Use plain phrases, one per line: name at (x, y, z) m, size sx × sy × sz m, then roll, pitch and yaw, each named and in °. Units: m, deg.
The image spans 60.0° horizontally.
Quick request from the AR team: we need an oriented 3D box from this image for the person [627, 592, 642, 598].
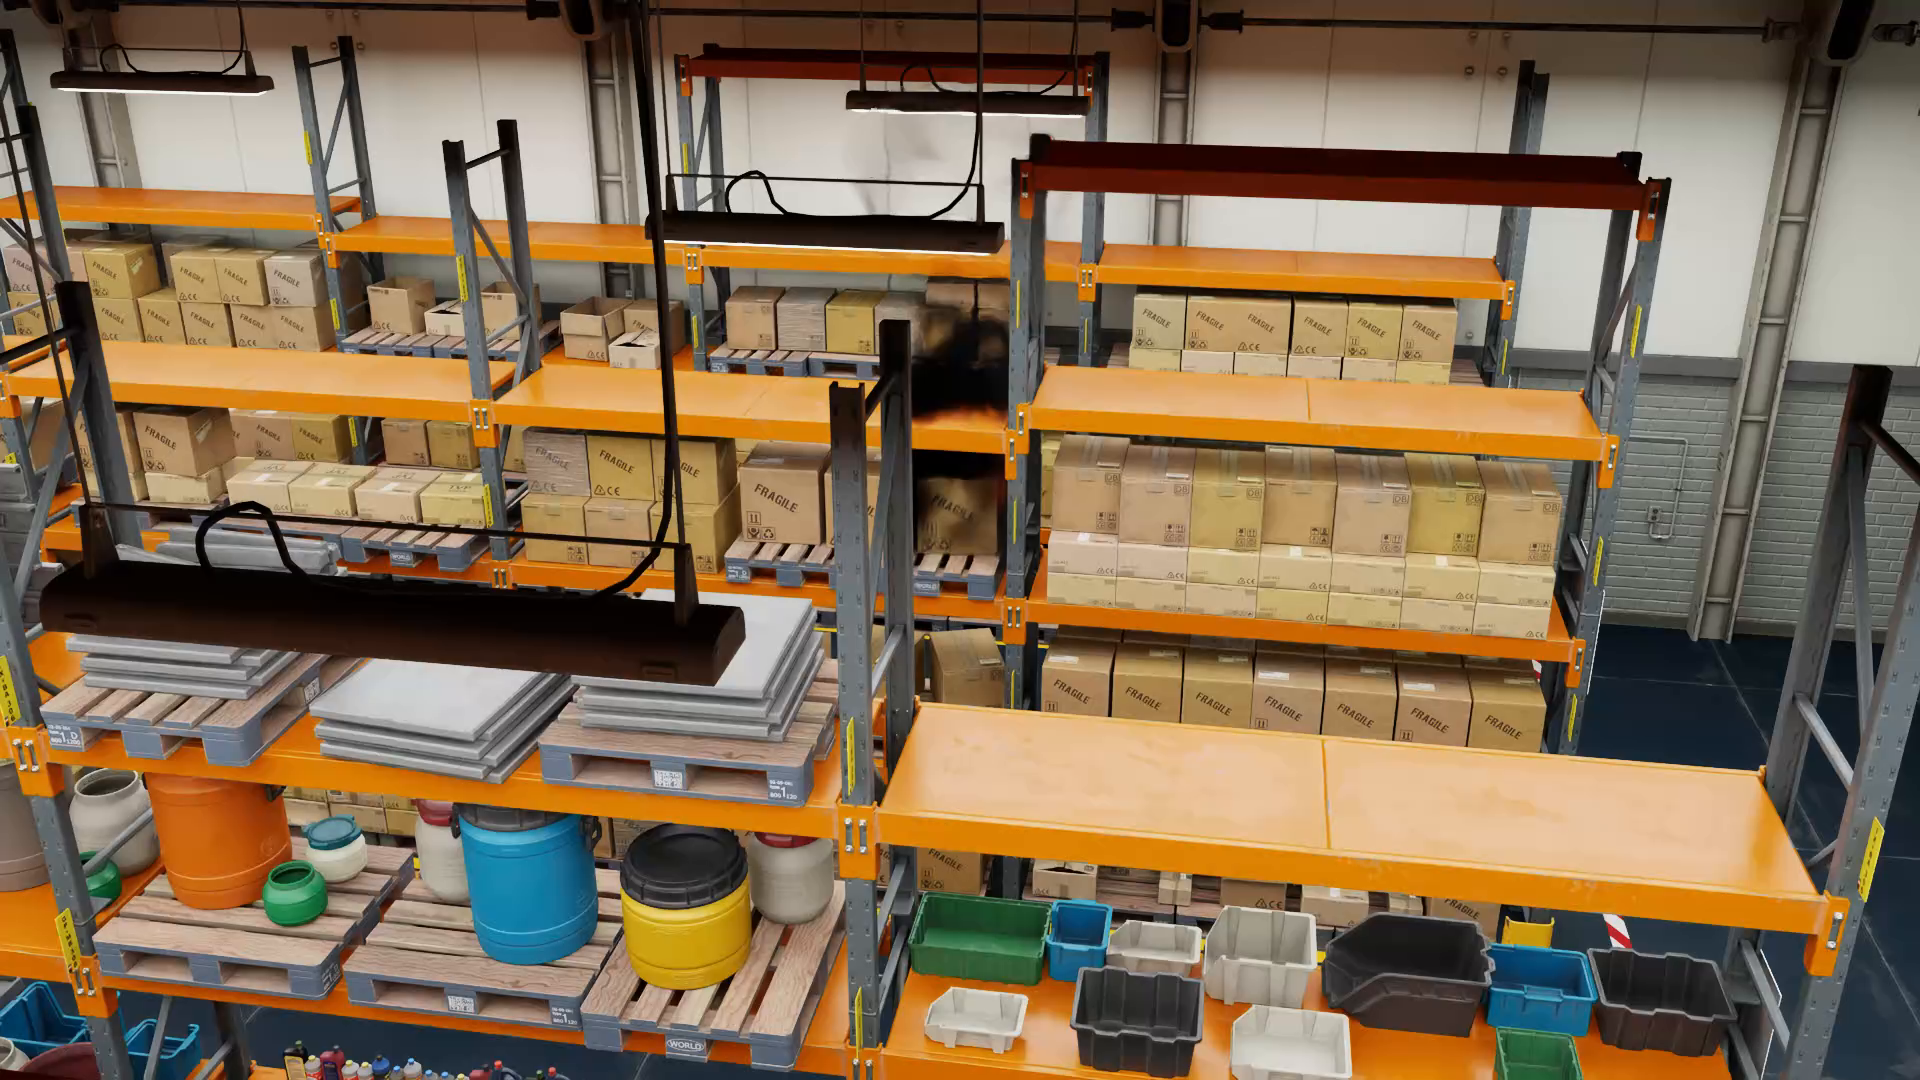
person at (-2.988, 1.143, 15.575) m, size 0.555 × 1.622 × 0.576 m, roll 4°, pitch 23°, yaw 9°
